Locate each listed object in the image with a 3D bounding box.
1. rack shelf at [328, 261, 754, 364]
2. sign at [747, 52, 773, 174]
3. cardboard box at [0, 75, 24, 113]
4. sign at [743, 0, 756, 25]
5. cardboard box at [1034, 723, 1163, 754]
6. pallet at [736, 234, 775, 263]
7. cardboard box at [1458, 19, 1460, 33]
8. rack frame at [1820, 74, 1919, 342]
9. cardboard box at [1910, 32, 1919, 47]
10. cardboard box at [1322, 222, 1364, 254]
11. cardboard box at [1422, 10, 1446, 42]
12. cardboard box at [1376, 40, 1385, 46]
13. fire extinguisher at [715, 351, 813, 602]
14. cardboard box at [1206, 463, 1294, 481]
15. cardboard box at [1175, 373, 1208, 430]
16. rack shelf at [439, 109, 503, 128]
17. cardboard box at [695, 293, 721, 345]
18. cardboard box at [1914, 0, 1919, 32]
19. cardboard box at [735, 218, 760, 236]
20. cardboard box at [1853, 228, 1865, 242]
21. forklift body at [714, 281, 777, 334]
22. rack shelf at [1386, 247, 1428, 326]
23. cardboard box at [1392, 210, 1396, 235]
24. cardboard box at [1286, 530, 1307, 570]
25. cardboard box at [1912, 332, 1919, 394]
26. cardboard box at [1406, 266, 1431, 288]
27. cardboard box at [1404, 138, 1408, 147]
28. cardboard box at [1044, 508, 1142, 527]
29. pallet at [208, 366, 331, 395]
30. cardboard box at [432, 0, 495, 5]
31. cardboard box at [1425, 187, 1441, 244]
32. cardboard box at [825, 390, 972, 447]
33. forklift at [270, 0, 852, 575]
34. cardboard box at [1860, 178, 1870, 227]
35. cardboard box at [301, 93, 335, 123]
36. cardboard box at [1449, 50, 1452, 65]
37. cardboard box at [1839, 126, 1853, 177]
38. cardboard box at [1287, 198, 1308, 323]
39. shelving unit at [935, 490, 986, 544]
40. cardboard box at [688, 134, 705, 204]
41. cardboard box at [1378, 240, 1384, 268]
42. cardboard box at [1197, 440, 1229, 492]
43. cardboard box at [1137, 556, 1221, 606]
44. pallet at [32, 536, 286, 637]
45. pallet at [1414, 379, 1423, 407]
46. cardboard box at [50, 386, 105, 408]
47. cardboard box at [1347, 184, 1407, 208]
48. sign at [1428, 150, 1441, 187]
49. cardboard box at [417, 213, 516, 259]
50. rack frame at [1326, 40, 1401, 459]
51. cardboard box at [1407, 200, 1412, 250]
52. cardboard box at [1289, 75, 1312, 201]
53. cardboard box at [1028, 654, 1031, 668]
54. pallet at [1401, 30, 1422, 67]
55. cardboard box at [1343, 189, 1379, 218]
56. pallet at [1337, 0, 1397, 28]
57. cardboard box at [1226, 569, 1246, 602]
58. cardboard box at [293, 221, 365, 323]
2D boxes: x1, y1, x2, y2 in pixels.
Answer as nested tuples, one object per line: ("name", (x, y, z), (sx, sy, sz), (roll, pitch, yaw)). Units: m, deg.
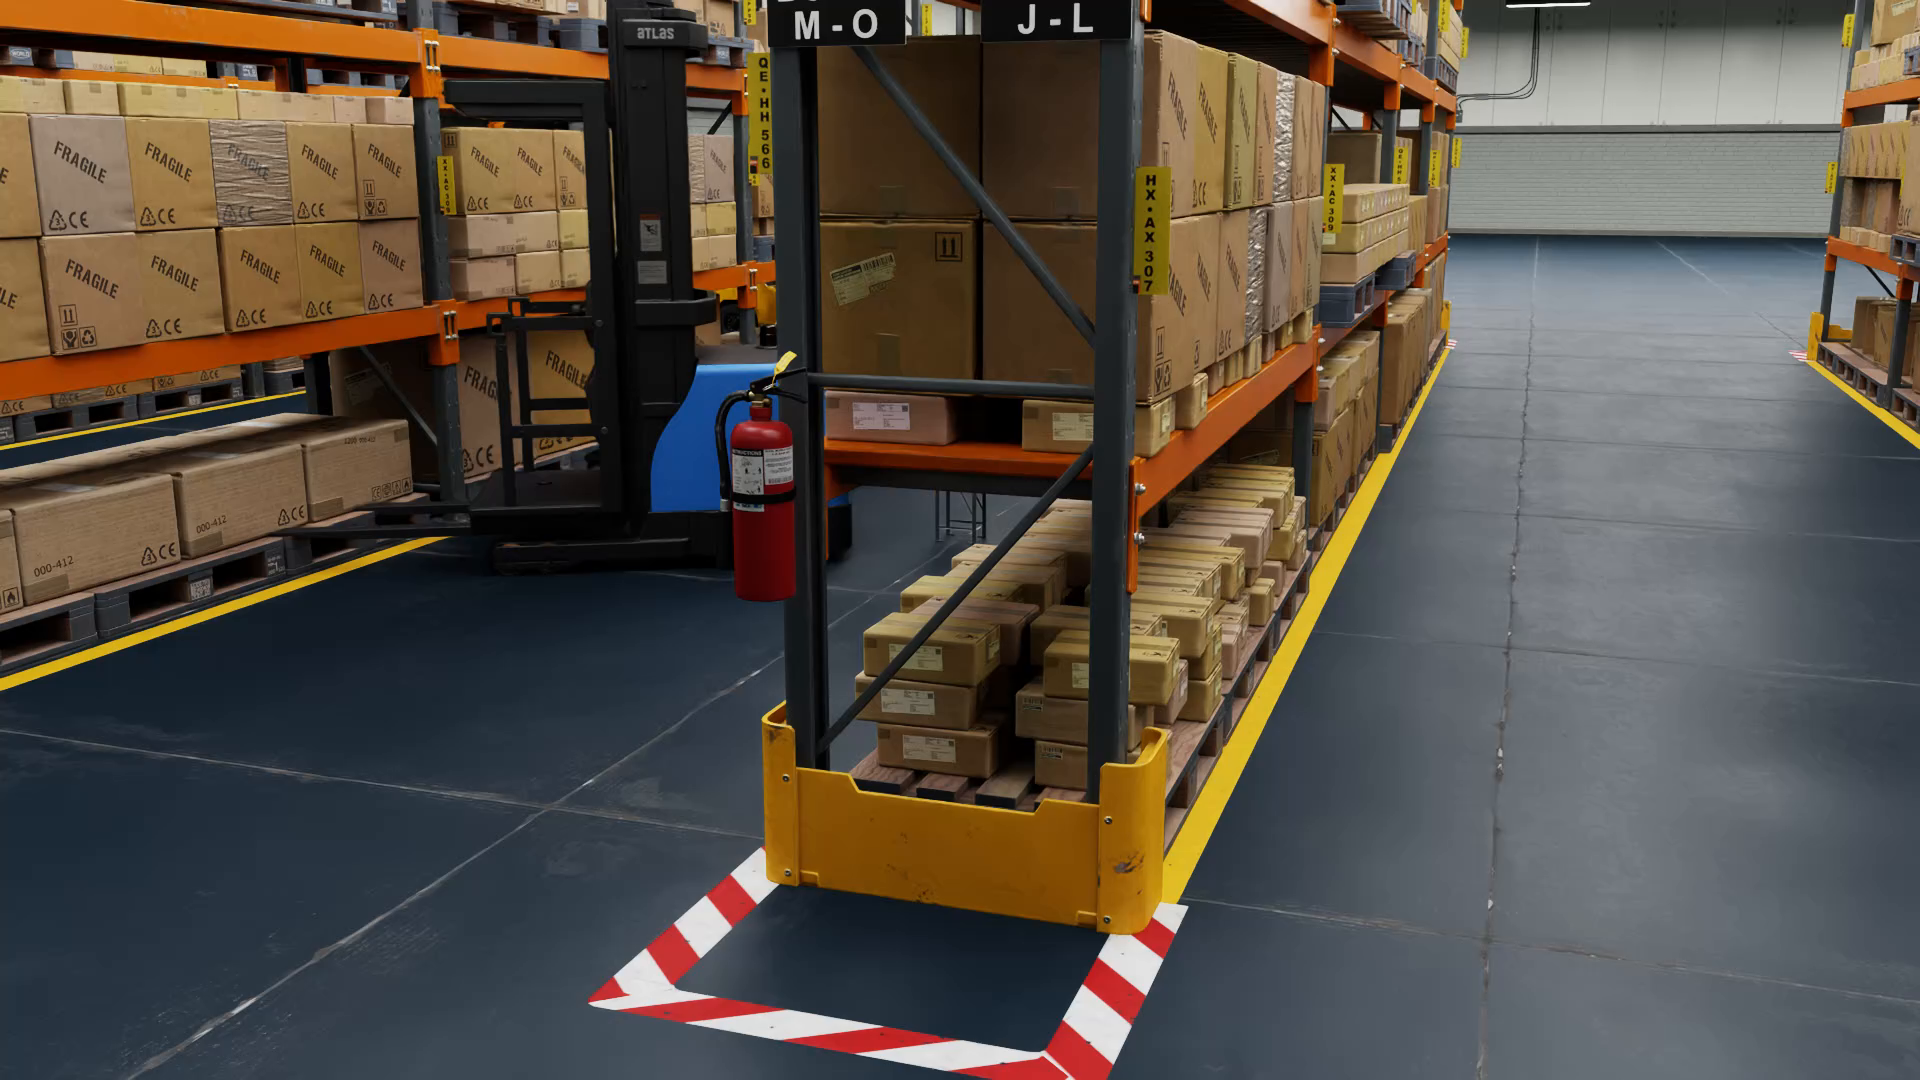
("rack shelf", (-2.795, -1.663, 11.652), (1.077, 0.370, 4.000), (4, 14, 18))
("sign", (-0.539, -1.179, 4.598), (0.100, 0.325, 0.005), (4, 14, 18))
("cardboard box", (-4.082, -1.822, 6.799), (0.380, 0.149, 0.250), (4, 13, 17))
("sign", (-1.626, -4.147, 12.834), (0.100, 0.325, 0.005), (4, 14, 18))
("cardboard box", (0.460, 0.621, 5.489), (0.380, 0.149, 0.250), (4, 14, 18))
("pallet", (-2.018, -2.499, 14.129), (1.213, 0.211, 1.003), (4, 14, 18))
("cardboard box", (5.204, -5.565, 17.992), (0.380, 0.149, 0.250), (5, 14, 19))
("rack frame", (9.817, -3.406, 17.670), (1.000, 3.000, 0.127), (4, 14, 18))
("cardboard box", (8.527, -4.346, 14.486), (0.380, 0.149, 0.250), (4, 13, 16))
("cardboard box", (1.837, -1.535, 8.425), (0.380, 0.149, 0.250), (5, 14, 19))
("cardboard box", (4.286, -4.813, 15.593), (0.500, 0.250, 0.500), (4, 14, 19))
("cardboard box", (2.309, -3.262, 10.071), (0.500, 0.500, 0.500), (4, 14, 18))
("fire extinguisher", (-0.538, -0.176, 4.532), (0.296, 0.674, 0.183), (4, 14, 18))
("cardboard box", (1.405, -0.269, 8.052), (0.380, 0.149, 0.250), (5, 14, 20))
("cardboard box", (0.576, -0.447, 5.271), (0.380, 0.149, 0.250), (4, 13, 17))
("rack shelf", (-4.905, -5.167, 20.260), (1.077, 0.370, 4.000), (4, 14, 18))
("cardboard box", (-2.450, -1.465, 12.995), (0.875, 0.875, 0.875), (4, 14, 18))
("cardboard box", (8.427, -4.577, 14.042), (0.500, 0.500, 0.500), (4, 13, 17))
("cardboard box", (-1.867, -2.573, 13.639), (0.380, 0.149, 0.250), (4, 13, 15))
("cardboard box", (9.157, -3.032, 16.595), (0.380, 0.149, 0.250), (4, 14, 18))
("forklift body", (-3.145, -3.532, 20.129), (2.313, 2.155, 1.214), (4, 14, 18))
("rack shelf", (3.216, -2.171, 13.873), (1.077, 0.370, 4.000), (4, 14, 18))
("cardboard box", (2.508, -1.974, 10.347), (0.380, 0.149, 0.250), (4, 14, 18))
("cardboard box", (1.470, 0.034, 8.060), (0.380, 0.149, 0.250), (5, 14, 19))
("cardboard box", (8.304, -1.432, 13.650), (0.700, 0.500, 0.500), (3, 13, 14))
("cardboard box", (4.132, -2.239, 16.386), (0.875, 0.875, 0.875), (5, 14, 19))
("cardboard box", (3.543, -3.265, 14.581), (0.700, 0.500, 0.500), (4, 13, 17))
("cardboard box", (0.554, -0.027, 6.992), (0.380, 0.149, 0.250), (4, 13, 16))
("pallet", (-6.543, -1.603, 16.036), (1.003, 0.211, 1.213), (4, 14, 18))
("cardboard box", (-2.949, -3.275, 9.712), (0.396, 0.266, 0.258), (4, 14, 18))
("cardboard box", (4.413, -3.317, 16.941), (0.875, 0.550, 0.550), (4, 14, 18))
("cardboard box", (-0.182, -0.382, 4.986), (0.380, 0.149, 0.250), (4, 14, 18))
("forklift", (-2.147, -1.370, 8.905), (3.031, 2.935, 1.130), (-2, 13, -9))
("cardboard box", (9.565, -3.372, 16.628), (0.875, 0.500, 0.500), (4, 14, 18))
("cardboard box", (-3.519, -2.258, 8.712), (0.380, 0.149, 0.250), (4, 14, 18))
("cardboard box", (4.794, -4.908, 16.906), (0.380, 0.149, 0.250), (5, 14, 19))
("cardboard box", (9.382, -3.991, 17.094), (0.500, 0.500, 0.500), (4, 14, 18))
("cardboard box", (1.216, -1.220, 7.200), (0.500, 0.500, 0.500), (4, 13, 17))
("shelving unit", (0.005, -0.588, 9.368), (0.258, 1.200, 0.189), (4, 14, 18))
("cardboard box", (-2.226, -2.735, 12.259), (0.500, 0.500, 0.500), (5, 14, 19))
("cardboard box", (2.254, -1.665, 9.664), (0.380, 0.149, 0.250), (4, 13, 17))
("cardboard box", (1.275, -0.418, 9.252), (0.500, 0.500, 0.500), (4, 13, 17))
("cardboard box", (0.750, 0.167, 6.141), (0.380, 0.149, 0.250), (5, 14, 21))
("pallet", (-4.155, 0.179, 8.231), (1.003, 0.211, 1.213), (4, 14, 18))
("pallet", (3.684, -1.415, 15.213), (1.003, 0.211, 1.213), (4, 14, 18))
("cardboard box", (-7.268, -1.348, 13.325), (0.500, 0.500, 0.500), (4, 13, 16))
("cardboard box", (2.760, -2.284, 11.036), (0.380, 0.149, 0.250), (4, 14, 18))
("sign", (4.379, -3.431, 15.356), (0.100, 0.325, 0.005), (4, 14, 18))
("cardboard box", (-3.033, -1.836, 10.005), (0.500, 0.250, 0.500), (4, 13, 17))
("rack frame", (2.568, -2.100, 11.948), (1.000, 3.000, 0.127), (4, 14, 18))
("cardboard box", (3.295, -2.437, 13.201), (0.500, 0.500, 0.500), (4, 14, 18))
("cardboard box", (1.216, -1.712, 7.105), (0.500, 0.500, 0.500), (4, 13, 17))
("cardboard box", (0.047, 0.383, 5.863), (0.380, 0.149, 0.250), (4, 13, 16))
("pallet", (2.727, -3.610, 12.246), (1.213, 0.211, 1.003), (5, 14, 21))
("cardboard box", (2.090, -1.845, 9.116), (0.380, 0.149, 0.250), (4, 14, 18))
("pallet", (1.575, -2.751, 8.481), (1.213, 0.211, 1.003), (4, 14, 18))
("cardboard box", (0.984, 0.143, 6.916), (0.380, 0.149, 0.250), (4, 13, 16))
("cardboard box", (-3.512, -1.417, 8.731), (0.500, 0.500, 0.500), (4, 13, 17))
